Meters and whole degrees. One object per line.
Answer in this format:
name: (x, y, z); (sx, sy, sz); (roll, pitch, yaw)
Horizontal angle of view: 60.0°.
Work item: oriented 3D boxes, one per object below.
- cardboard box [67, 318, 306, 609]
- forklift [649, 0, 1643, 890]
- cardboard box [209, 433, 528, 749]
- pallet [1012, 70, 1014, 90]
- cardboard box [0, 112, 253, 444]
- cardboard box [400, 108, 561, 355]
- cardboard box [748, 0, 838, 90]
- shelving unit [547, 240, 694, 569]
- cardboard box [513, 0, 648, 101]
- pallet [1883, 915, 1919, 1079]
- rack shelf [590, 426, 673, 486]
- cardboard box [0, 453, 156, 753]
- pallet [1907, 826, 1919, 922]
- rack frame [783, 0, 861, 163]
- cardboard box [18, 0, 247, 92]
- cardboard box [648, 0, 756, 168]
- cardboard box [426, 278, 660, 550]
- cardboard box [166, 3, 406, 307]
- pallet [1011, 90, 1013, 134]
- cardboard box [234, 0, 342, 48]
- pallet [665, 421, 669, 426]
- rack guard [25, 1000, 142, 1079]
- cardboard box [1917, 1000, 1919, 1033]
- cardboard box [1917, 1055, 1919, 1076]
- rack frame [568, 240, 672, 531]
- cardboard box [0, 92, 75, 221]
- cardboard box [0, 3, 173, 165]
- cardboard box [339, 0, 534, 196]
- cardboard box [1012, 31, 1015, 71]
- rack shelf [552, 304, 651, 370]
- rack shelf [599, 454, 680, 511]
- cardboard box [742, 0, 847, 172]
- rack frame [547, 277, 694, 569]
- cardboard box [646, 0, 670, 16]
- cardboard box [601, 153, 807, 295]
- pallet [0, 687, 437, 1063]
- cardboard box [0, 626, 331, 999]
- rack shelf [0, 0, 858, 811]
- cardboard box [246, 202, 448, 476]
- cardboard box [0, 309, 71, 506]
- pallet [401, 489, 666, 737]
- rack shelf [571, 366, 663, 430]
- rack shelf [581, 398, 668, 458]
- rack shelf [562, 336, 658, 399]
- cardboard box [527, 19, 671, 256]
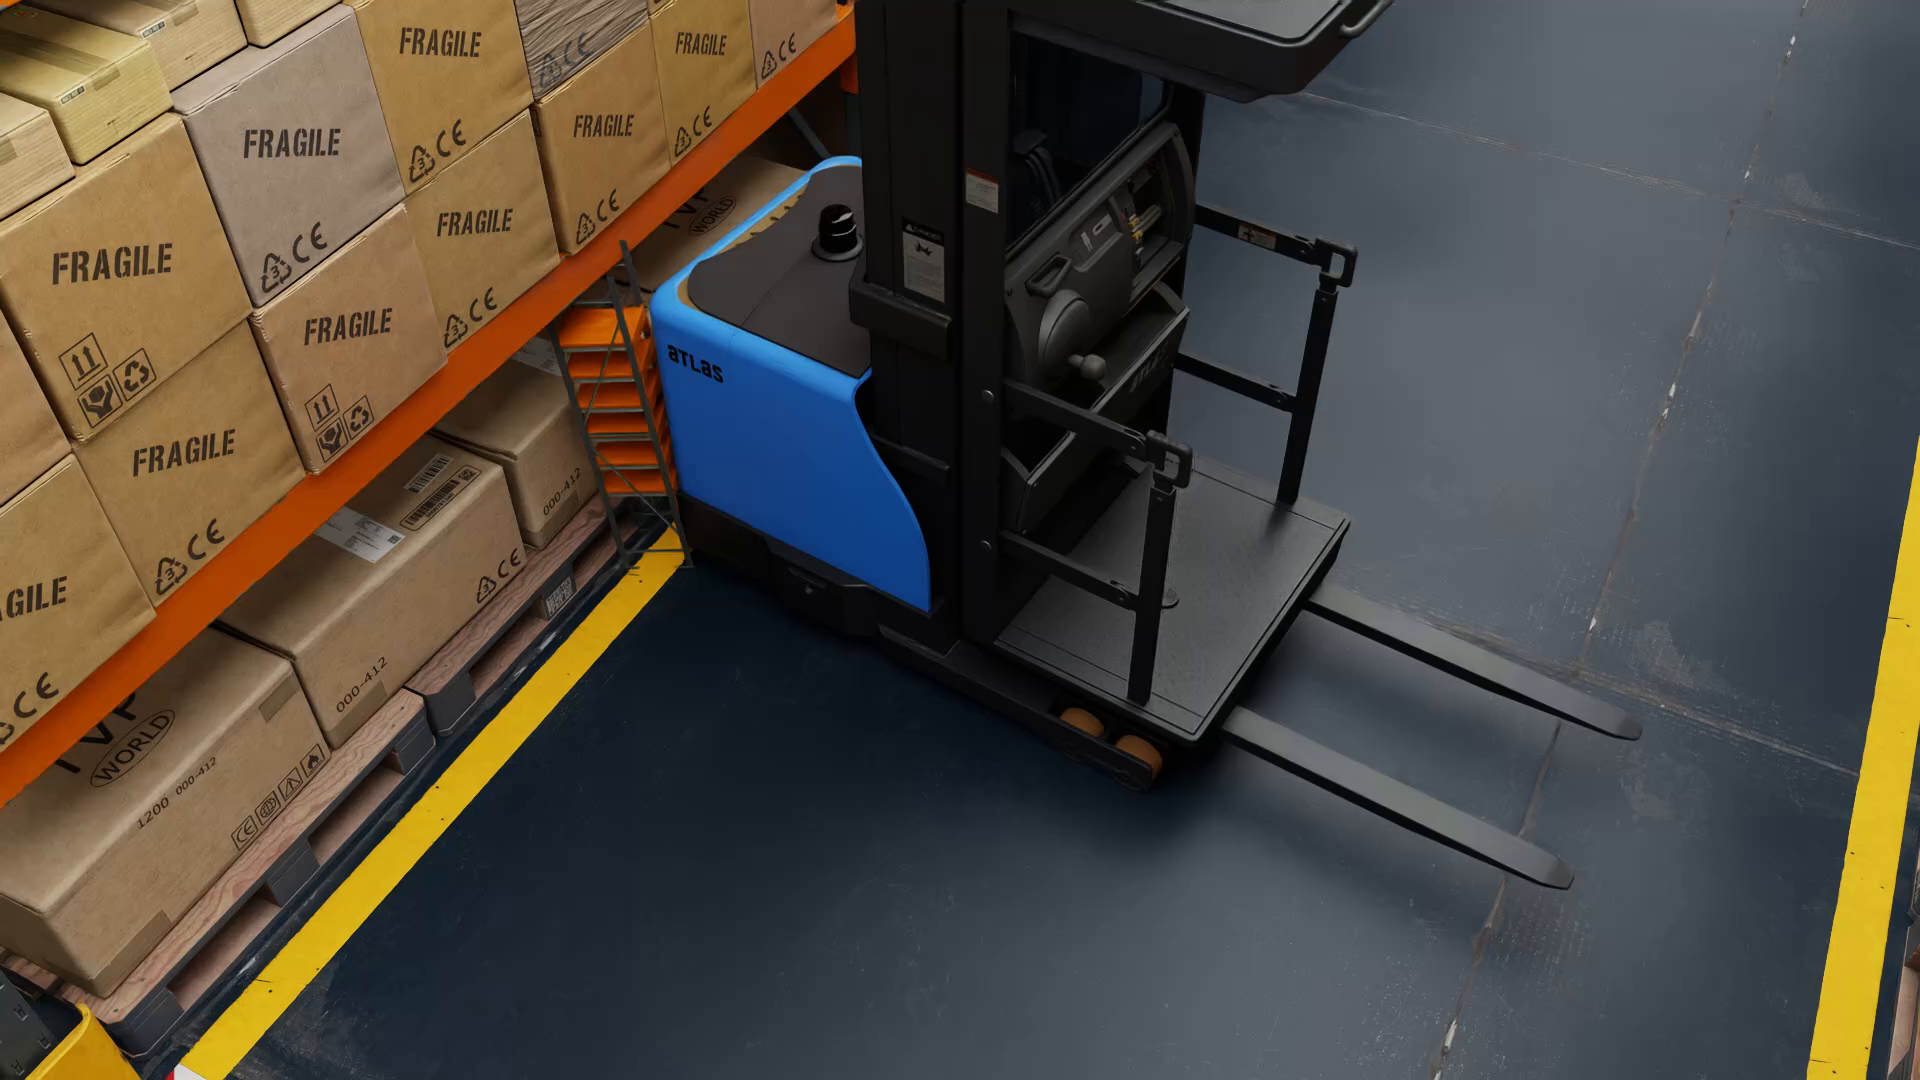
cardboard box: (-1.931, -0.252, 3.820); (0.500, 0.500, 0.500); (20, 49, 19)
forklift: (0.563, -0.715, 4.396); (3.031, 2.935, 1.130); (25, 50, 23)
cardboard box: (-1.983, 0.043, 5.104); (0.875, 0.438, 0.875); (22, 49, 20)
pallet: (0.095, -2.504, 8.076); (1.003, 0.211, 1.213); (20, 49, 19)
cardboard box: (-1.910, -0.604, 3.465); (0.500, 0.500, 0.500); (19, 48, 18)
cardboard box: (-1.461, -0.888, 4.448); (0.500, 0.500, 0.500); (22, 49, 20)
cardboard box: (-0.750, -1.860, 5.409); (0.500, 0.500, 0.500); (21, 49, 19)
shelving unit: (-1.062, -0.394, 5.277); (0.258, 1.200, 0.189); (-1, 45, 6)
cardboard box: (-1.207, -1.559, 4.408); (0.500, 0.500, 0.500); (21, 49, 20)
pallet: (2.824, 1.556, 4.064); (1.003, 0.211, 1.213); (20, 49, 19)
rack shelf: (-1.049, -0.277, 5.393); (0.258, 0.103, 0.180); (-1, 45, 6)
cardboard box: (-2.141, 0.076, 3.496); (0.500, 0.500, 0.500); (20, 49, 19)
pallet: (3.389, 0.784, 4.827); (1.003, 0.211, 1.213); (20, 49, 19)
rack frame: (-0.762, -2.201, 5.817); (1.000, 3.000, 0.127); (20, 49, 19)
cardboard box: (-1.746, -1.098, 3.496); (0.380, 0.149, 0.250); (21, 49, 19)
cardboard box: (-0.984, -1.534, 5.087); (0.500, 0.500, 0.500); (19, 48, 18)
cardboard box: (-1.563, -0.524, 5.665); (0.875, 0.438, 0.875); (19, 48, 18)
cardboard box: (-1.678, -0.931, 3.788); (0.500, 0.500, 0.500); (20, 49, 19)
pallet: (-0.470, -1.732, 7.314); (1.003, 0.211, 1.213); (20, 49, 19)
cardboard box: (-1.593, -1.241, 3.638); (0.380, 0.149, 0.250); (21, 49, 19)
pallet: (-1.184, -0.768, 6.361); (1.003, 0.211, 1.213); (20, 49, 19)
rack guard: (-2.630, 1.212, 4.200); (1.175, 0.500, 0.348); (20, 49, 19)
cardboard box: (2.650, 1.178, 4.186); (0.380, 0.149, 0.250); (19, 48, 18)
cardboard box: (2.512, 1.216, 3.939); (0.380, 0.149, 0.250); (21, 49, 19)
rack frame: (-1.057, -0.458, 5.342); (0.240, 1.200, 0.006); (-1, 45, 6)
cardboard box: (-1.928, -0.743, 3.146); (0.380, 0.149, 0.250); (22, 49, 20)
cardboard box: (-1.821, -0.915, 3.316); (0.380, 0.149, 0.250); (19, 48, 18)
cardboard box: (-1.447, -1.246, 4.099); (0.500, 0.500, 0.500); (21, 49, 19)
cardboard box: (-0.132, -2.591, 7.400); (0.875, 0.875, 0.875); (22, 49, 20)
rack shelf: (-1.088, -0.617, 5.056); (0.258, 0.103, 0.180); (-1, 45, 6)
rack shelf: (-1.039, -0.192, 5.477); (0.258, 0.103, 0.180); (-1, 45, 6)
cardboard box: (-0.545, -2.019, 6.835); (0.875, 0.875, 0.875); (22, 49, 20)
rack frame: (-1.068, -0.329, 5.213); (0.240, 1.200, 0.006); (-1, 45, 6)
cardboard box: (-0.979, -1.883, 4.728); (0.500, 0.500, 0.500); (20, 49, 18)
cardboard box: (-1.148, -1.088, 6.223); (0.875, 0.438, 0.875); (20, 49, 19)
pallet: (-2.317, 0.769, 4.842); (1.003, 0.211, 1.213); (20, 49, 19)
cardboard box: (-2.401, 0.623, 4.532); (0.875, 0.438, 0.875); (19, 48, 18)
rack shelf: (-1.690, -0.689, 4.827); (1.077, 0.370, 4.000); (20, 49, 19)
cardboard box: (-1.679, -0.567, 4.131); (0.500, 0.500, 0.500); (20, 49, 19)
cardboard box: (-2.143, -0.277, 3.141); (0.500, 0.500, 0.500); (19, 48, 18)
pallet: (-1.749, 0.003, 5.598); (1.003, 0.211, 1.213); (20, 49, 19)
rack shelf: (-1.068, -0.447, 5.224); (0.258, 0.103, 0.180); (-1, 45, 6)
rack shelf: (-1.059, -0.362, 5.308); (0.258, 0.103, 0.180); (-1, 45, 6)
rack shelf: (-1.078, -0.532, 5.140); (0.258, 0.103, 0.180); (-1, 45, 6)
cardboard box: (-1.205, -1.213, 4.769); (0.500, 0.500, 0.500); (20, 49, 18)
